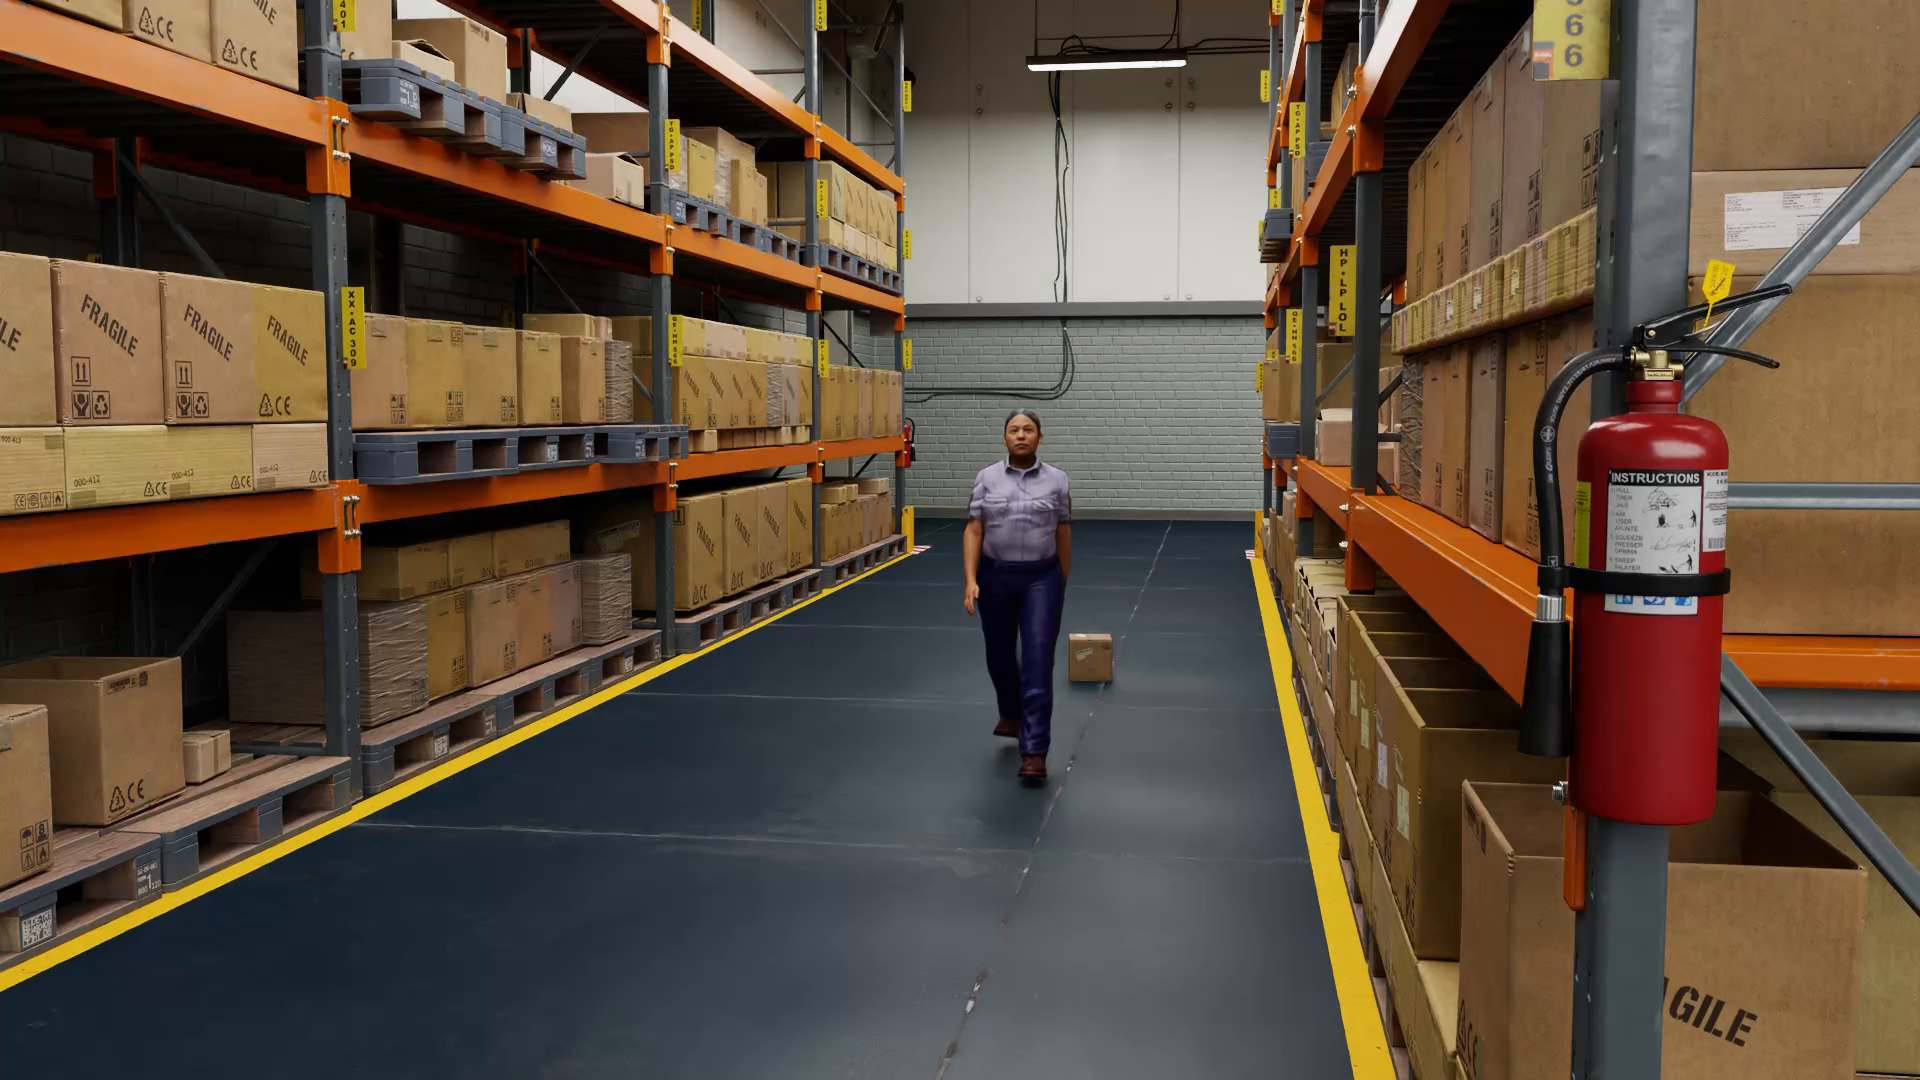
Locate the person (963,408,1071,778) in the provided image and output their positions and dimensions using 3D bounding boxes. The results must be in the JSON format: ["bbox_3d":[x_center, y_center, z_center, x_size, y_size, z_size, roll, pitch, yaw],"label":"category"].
[{"bbox_3d":[0.255,0.208,7.496,0.473,1.588,1.006,1,5,9],"label":"person"}]
